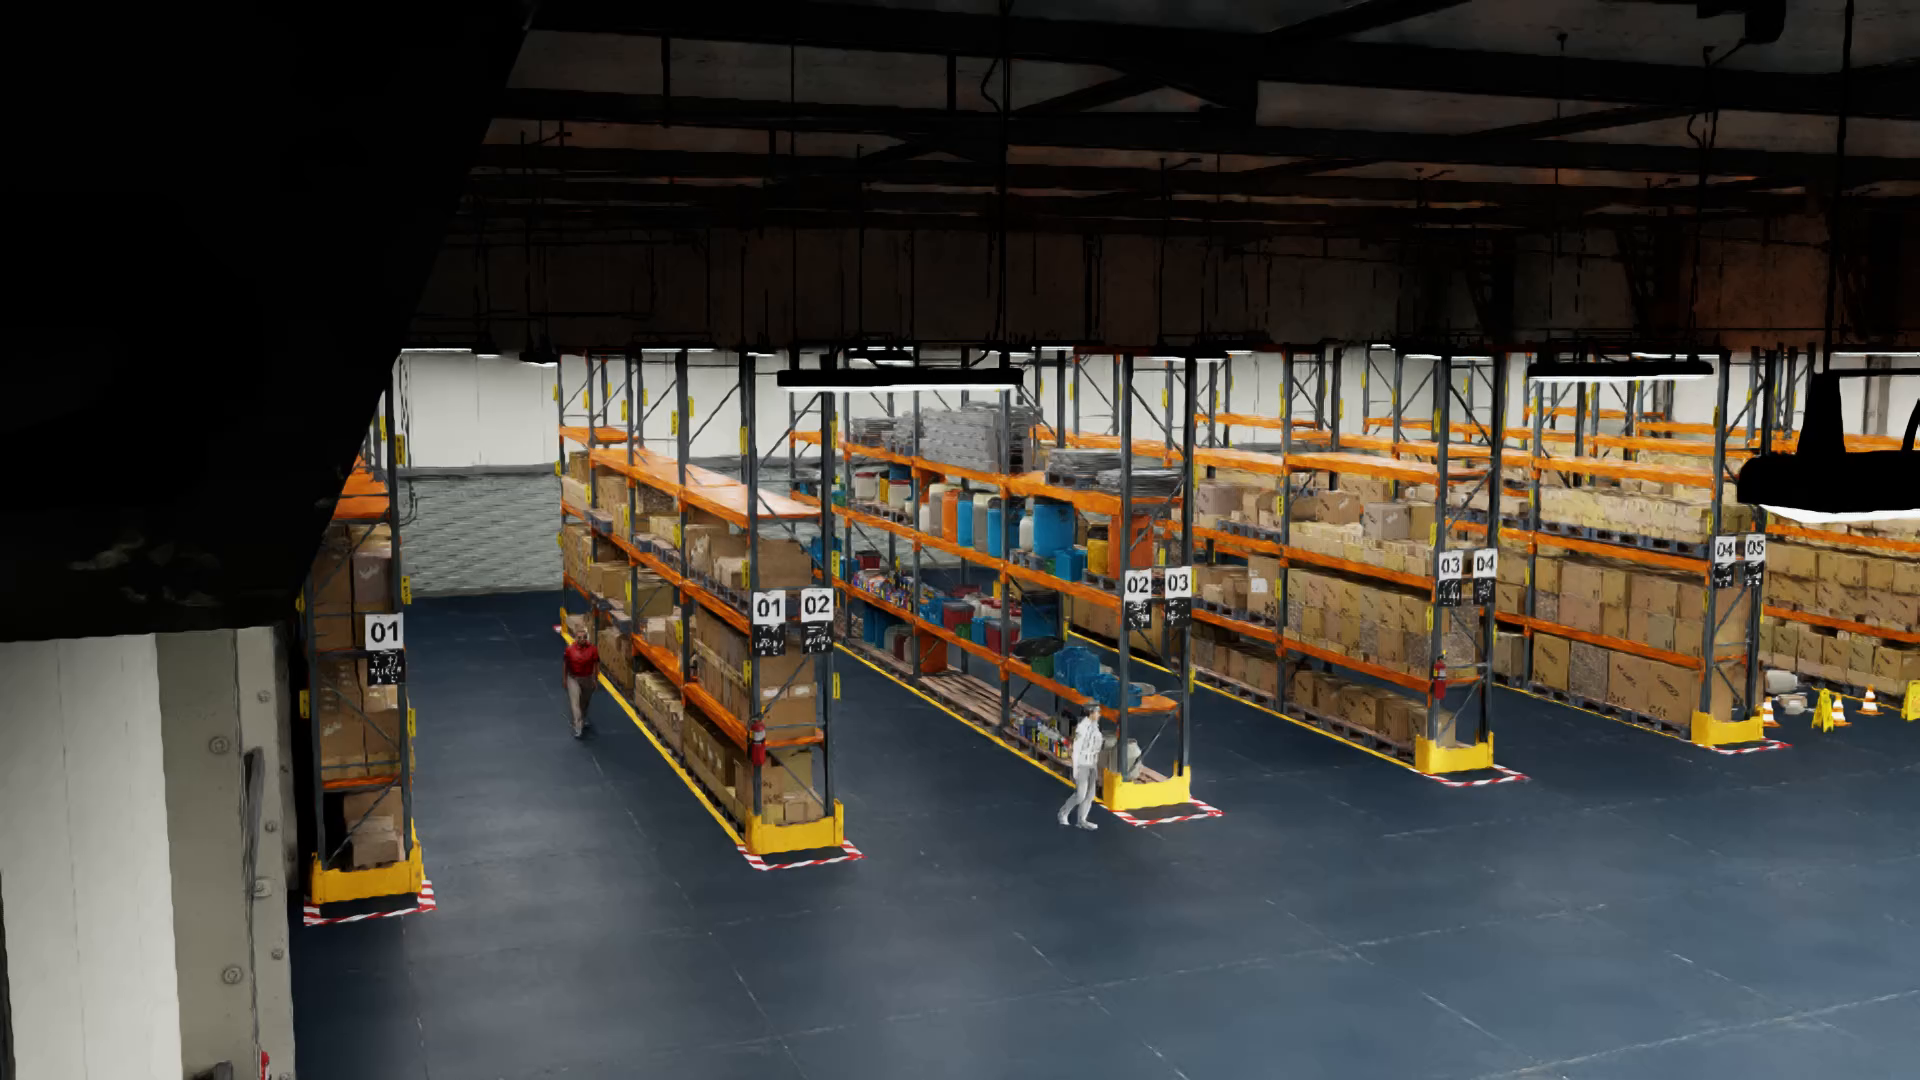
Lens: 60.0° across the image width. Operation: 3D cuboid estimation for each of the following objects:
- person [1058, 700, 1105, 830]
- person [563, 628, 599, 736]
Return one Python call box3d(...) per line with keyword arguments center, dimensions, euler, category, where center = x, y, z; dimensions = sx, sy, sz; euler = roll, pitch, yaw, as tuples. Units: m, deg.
box3d(center=(1.524, 2.837, 21.111), dimensions=(0.531, 1.665, 0.533), euler=(5, 9, 33), category="person")
box3d(center=(-5.927, 2.189, 26.109), dimensions=(0.528, 1.646, 1.130), euler=(-3, 8, -23), category="person")
